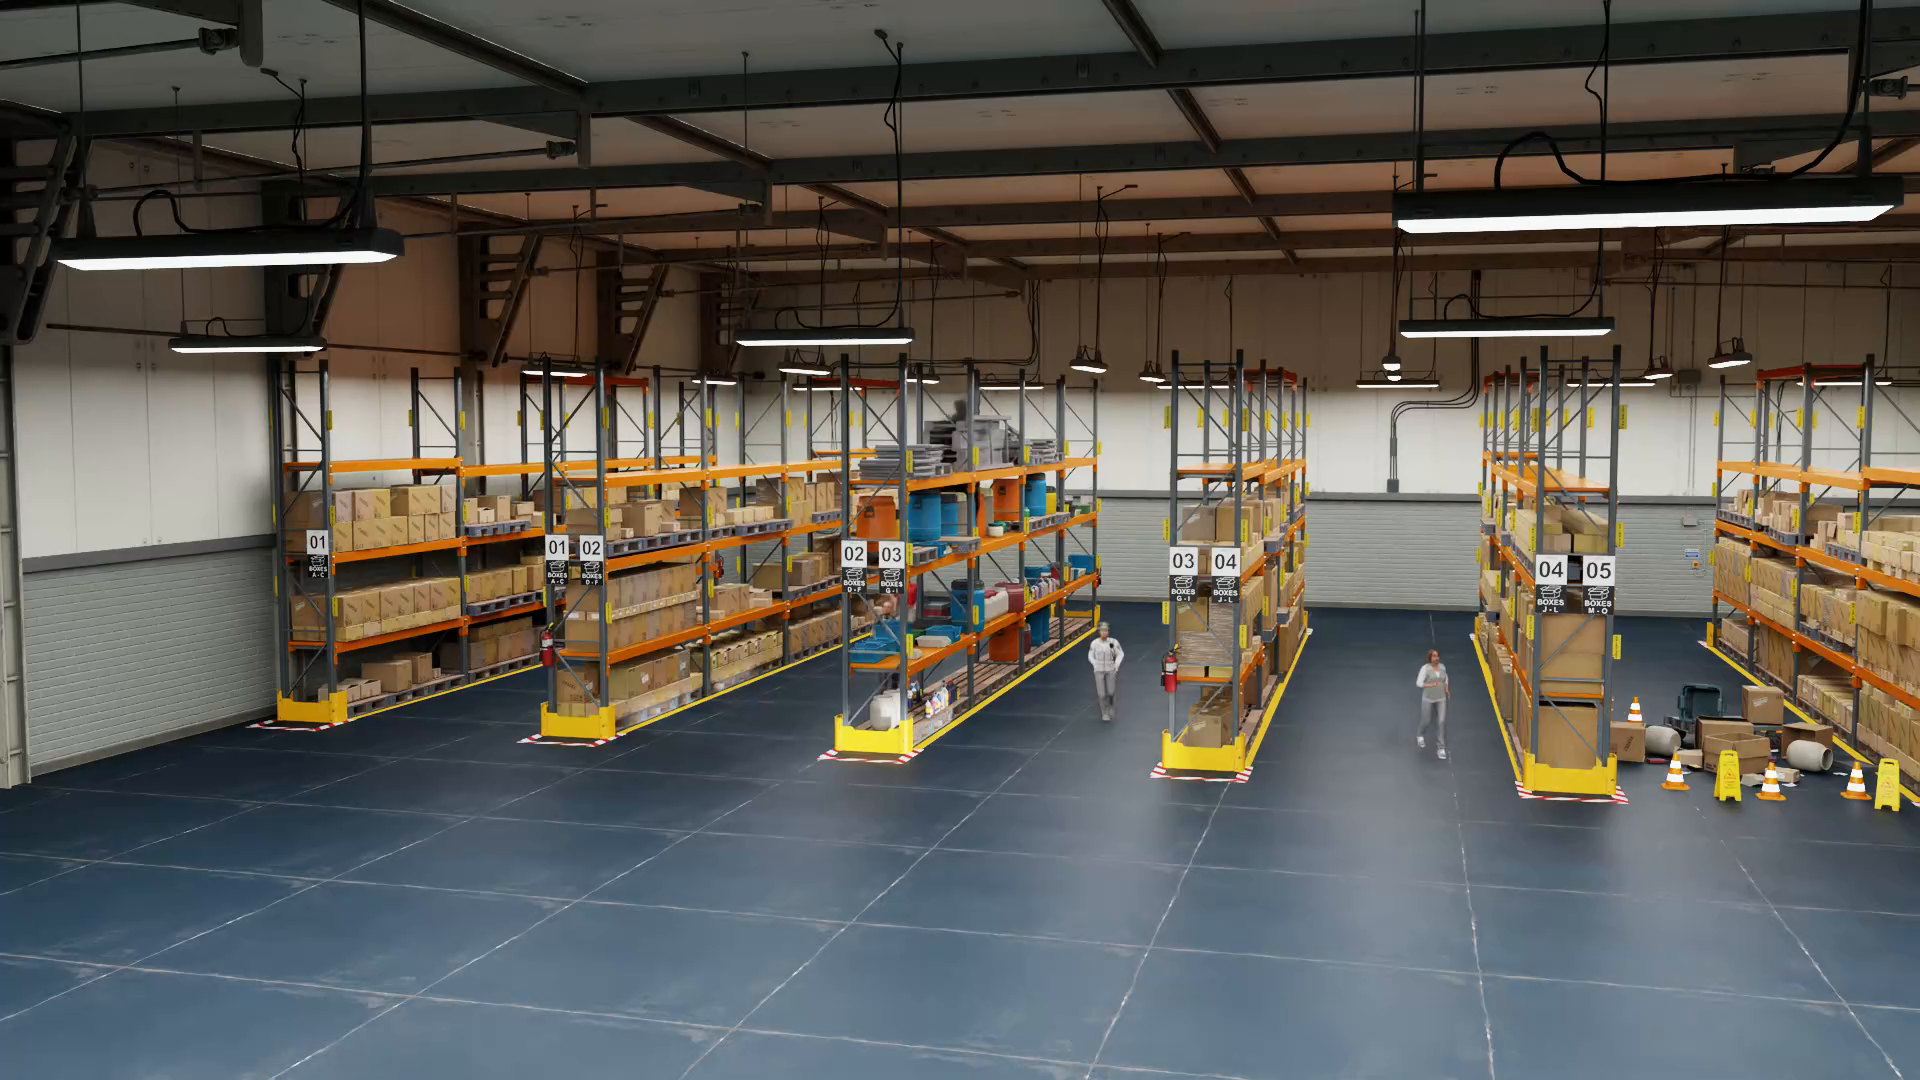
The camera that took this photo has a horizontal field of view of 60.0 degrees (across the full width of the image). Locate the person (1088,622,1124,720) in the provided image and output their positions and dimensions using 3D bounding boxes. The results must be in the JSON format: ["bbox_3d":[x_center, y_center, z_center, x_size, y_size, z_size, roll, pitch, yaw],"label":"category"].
[{"bbox_3d":[2.414,2.183,27.615,0.589,1.653,0.528,1,4,9],"label":"person"}]

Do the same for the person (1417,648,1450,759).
[{"bbox_3d":[7.059,2.403,24.795,0.539,1.583,0.895,0,4,-2],"label":"person"}]

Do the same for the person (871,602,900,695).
[{"bbox_3d":[-1.313,1.976,30.170,0.676,1.710,0.802,1,4,10],"label":"person"}]

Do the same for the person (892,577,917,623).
[{"bbox_3d":[-1.154,1.560,36.339,0.663,1.704,0.733,0,4,6],"label":"person"}]
